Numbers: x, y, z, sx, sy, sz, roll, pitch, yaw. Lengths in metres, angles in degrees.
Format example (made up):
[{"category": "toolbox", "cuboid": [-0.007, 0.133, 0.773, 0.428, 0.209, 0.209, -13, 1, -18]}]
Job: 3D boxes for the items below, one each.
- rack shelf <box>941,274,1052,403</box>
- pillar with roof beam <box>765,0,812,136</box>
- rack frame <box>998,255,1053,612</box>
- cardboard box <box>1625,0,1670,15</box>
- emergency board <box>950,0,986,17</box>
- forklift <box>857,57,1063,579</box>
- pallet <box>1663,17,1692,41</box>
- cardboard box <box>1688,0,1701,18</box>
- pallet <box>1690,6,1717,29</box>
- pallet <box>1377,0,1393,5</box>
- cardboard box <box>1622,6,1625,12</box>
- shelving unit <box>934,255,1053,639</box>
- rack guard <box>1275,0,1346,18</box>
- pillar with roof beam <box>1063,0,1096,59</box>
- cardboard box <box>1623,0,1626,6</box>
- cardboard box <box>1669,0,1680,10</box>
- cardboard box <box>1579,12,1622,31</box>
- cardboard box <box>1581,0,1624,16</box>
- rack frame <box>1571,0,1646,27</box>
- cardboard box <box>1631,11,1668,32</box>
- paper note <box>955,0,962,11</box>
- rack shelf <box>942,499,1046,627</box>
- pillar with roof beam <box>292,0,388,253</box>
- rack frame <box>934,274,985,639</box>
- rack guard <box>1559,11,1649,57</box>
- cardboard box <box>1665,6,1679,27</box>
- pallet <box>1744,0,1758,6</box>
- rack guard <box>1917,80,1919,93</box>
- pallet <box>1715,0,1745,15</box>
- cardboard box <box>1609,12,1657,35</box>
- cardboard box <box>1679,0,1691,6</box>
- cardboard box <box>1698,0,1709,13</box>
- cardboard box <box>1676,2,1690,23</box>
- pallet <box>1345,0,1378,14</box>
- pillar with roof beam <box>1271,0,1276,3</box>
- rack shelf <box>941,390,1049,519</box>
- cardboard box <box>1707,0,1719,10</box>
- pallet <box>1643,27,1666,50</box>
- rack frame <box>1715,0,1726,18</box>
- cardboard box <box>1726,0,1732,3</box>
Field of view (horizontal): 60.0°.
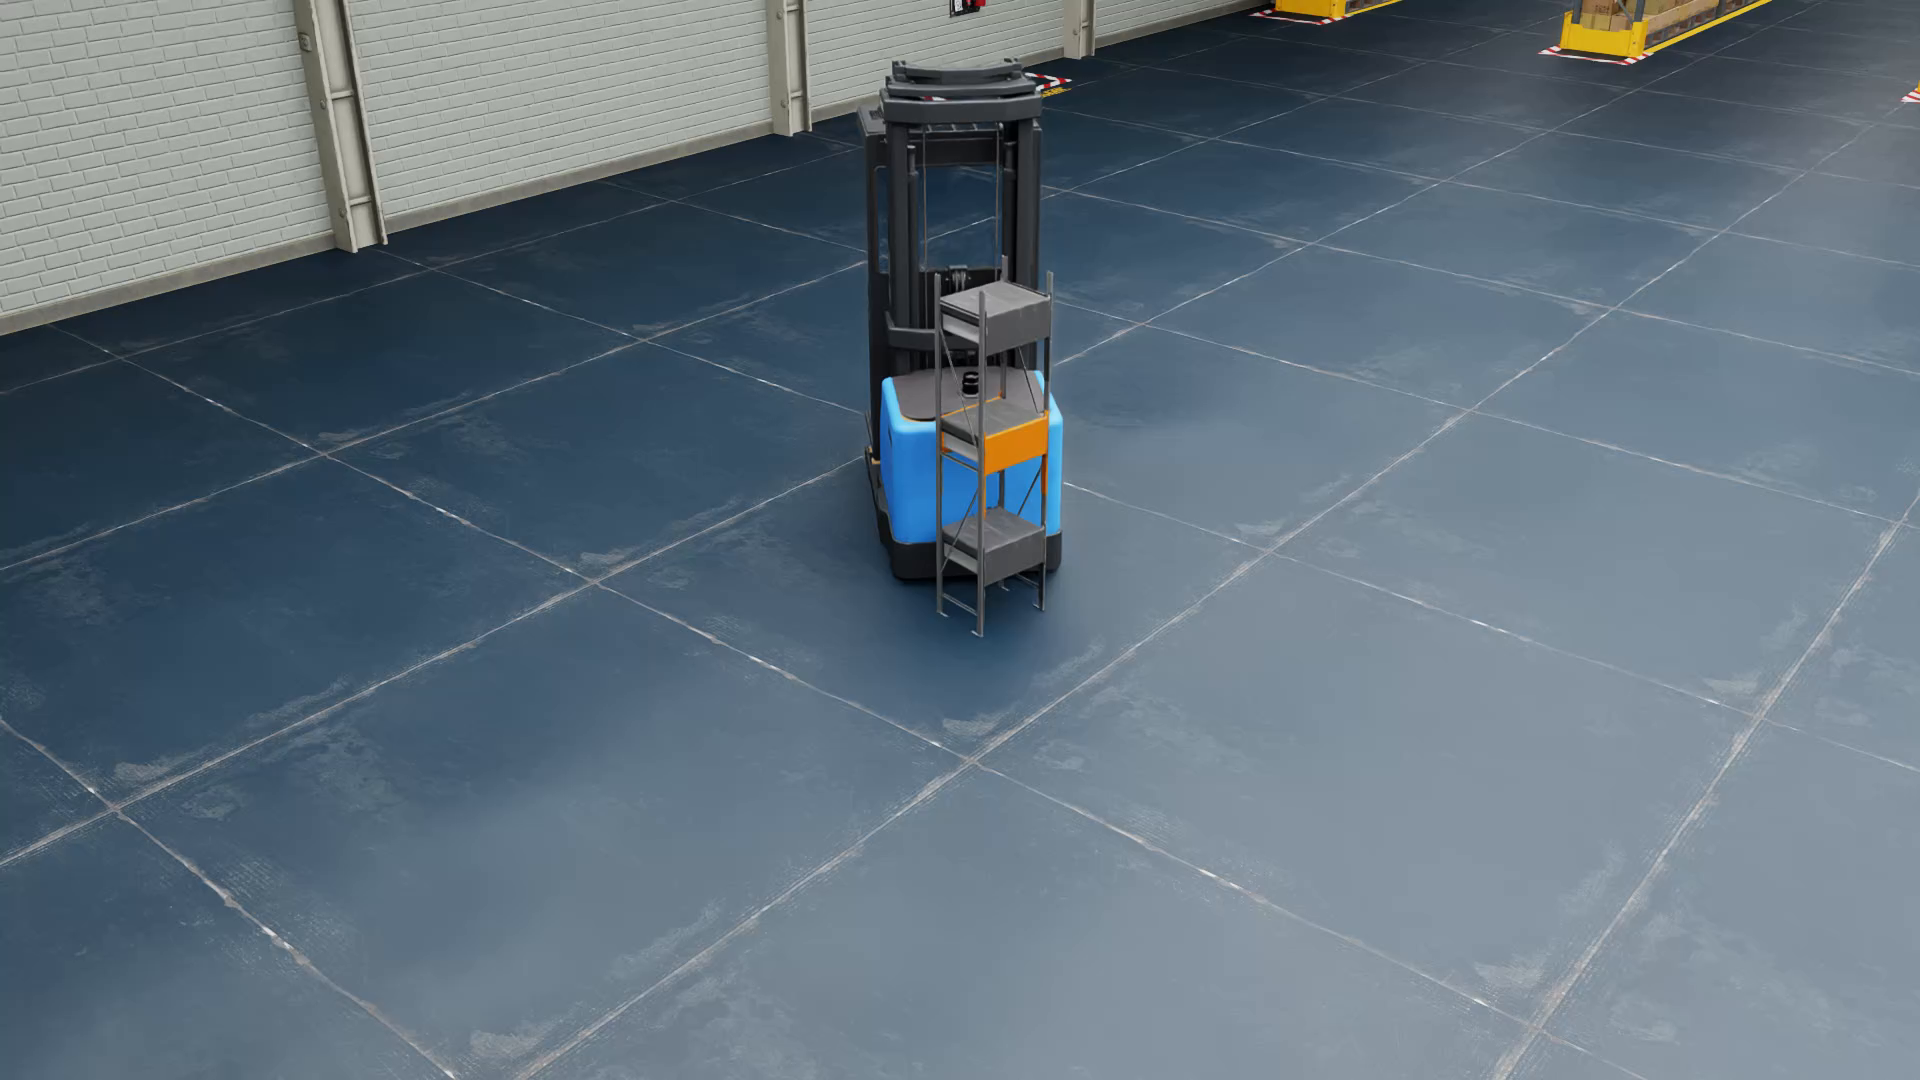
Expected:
[{"category": "rack shelf", "cuboid": [0.183, -1.113, 9.123, 0.480, 0.518, 0.431, -22, 34, -35]}, {"category": "pillar with roof beam", "cuboid": [1.255, -7.766, 15.969, 9.100, 9.000, 0.400, 21, 34, 34]}, {"category": "rack frame", "cuboid": [0.368, -0.577, 9.579, 0.015, 2.100, 0.400, -22, 34, -35]}, {"category": "cardboard box", "cuboid": [10.442, -8.269, 25.188, 0.500, 0.500, 0.500, 21, 34, 34]}, {"category": "emergency board", "cuboid": [0.148, -7.622, 22.220, 0.194, 1.169, 0.643, 21, 34, 34]}, {"category": "forklift", "cuboid": [-0.073, -1.717, 10.879, 1.130, 2.935, 3.031, -3, 28, -7]}, {"category": "pallet", "cuboid": [10.843, -8.143, 26.260, 1.003, 0.211, 1.213, 21, 34, 34]}, {"category": "cardboard box", "cuboid": [11.398, -8.466, 26.387, 0.500, 0.250, 0.500, 21, 34, 34]}, {"category": "pallet", "cuboid": [11.619, -8.577, 27.100, 1.003, 0.211, 1.213, 21, 34, 34]}, {"category": "pallet", "cuboid": [7.157, -9.610, 29.097, 1.003, 0.211, 1.213, 21, 34, 34]}, {"category": "cardboard box", "cuboid": [10.035, -8.090, 25.659, 0.500, 0.250, 0.500, 21, 34, 34]}, {"category": "shelving unit", "cuboid": [0.183, -0.504, 9.438, 0.503, 2.100, 0.431, -22, 34, -35]}, {"category": "rack guard", "cuboid": [5.836, -9.030, 27.662, 1.175, 0.500, 0.348, 21, 34, 34]}, {"category": "pillar with roof beam", "cuboid": [5.071, -9.894, 20.081, 9.100, 9.000, 0.400, 21, 34, 34]}, {"category": "cardboard box", "cuboid": [10.349, -8.601, 25.832, 0.500, 0.500, 0.500, 21, 34, 34]}, {"category": "cardboard box", "cuboid": [10.750, -8.450, 25.538, 0.500, 0.500, 0.500, 21, 34, 34]}, {"category": "cardboard box", "cuboid": [9.726, -7.909, 25.309, 0.500, 0.250, 0.500, 21, 34, 34]}, {"category": "cardboard box", "cuboid": [9.724, -8.243, 25.138, 0.500, 0.500, 0.500, 21, 34, 34]}, {"category": "rack frame", "cuboid": [9.613, -8.667, 24.239, 1.000, 3.000, 0.127, 21, 34, 34]}, {"category": "cardboard box", "cuboid": [10.441, -7.936, 25.361, 0.500, 0.250, 0.500, 21, 34, 34]}, {"category": "paper note", "cuboid": [-0.018, -7.188, 22.340, 0.016, 0.148, 0.142, 21, 34, 34]}, {"category": "rack shelf", "cuboid": [0.183, 0.130, 9.766, 0.480, 0.518, 0.431, -22, 34, -35]}, {"category": "pillar with roof beam", "cuboid": [-2.562, -5.639, 11.857, 9.100, 9.000, 0.400, 21, 34, 34]}, {"category": "rack frame", "cuboid": [-0.002, -0.431, 9.297, 0.015, 2.100, 0.400, -22, 34, -35]}, {"category": "rack guard", "cuboid": [9.598, -7.548, 24.797, 1.175, 0.500, 0.348, 21, 34, 34]}, {"category": "cardboard box", "cuboid": [10.759, -8.113, 25.704, 0.500, 0.250, 0.500, 21, 34, 34]}, {"category": "pallet", "cuboid": [13.371, -9.554, 28.988, 1.003, 0.211, 1.213, 21, 34, 34]}, {"category": "rack guard", "cuboid": [13.445, -6.149, 22.092, 1.175, 0.500, 0.348, 21, 34, 34]}, {"category": "pallet", "cuboid": [12.596, -9.120, 28.149, 1.003, 0.211, 1.213, 21, 34, 34]}, {"category": "cardboard box", "cuboid": [10.126, -7.758, 25.017, 0.500, 0.250, 0.500, 21, 34, 34]}, {"category": "cardboard box", "cuboid": [11.082, -8.622, 25.871, 0.500, 0.500, 0.500, 21, 34, 34]}, {"category": "cardboard box", "cuboid": [11.705, -8.648, 26.738, 0.500, 0.250, 0.500, 21, 34, 34]}, {"category": "cardboard box", "cuboid": [11.081, -8.289, 26.044, 0.500, 0.250, 0.500, 21, 34, 34]}, {"category": "pallet", "cuboid": [6.380, -9.180, 28.265, 1.003, 0.211, 1.213, 21, 34, 34]}, {"category": "pillar with roof beam", "cuboid": [8.888, -12.021, 24.193, 9.100, 9.000, 0.400, 21, 34, 34]}, {"category": "rack shelf", "cuboid": [0.183, -0.491, 9.445, 0.480, 0.518, 0.431, -22, 34, -35]}, {"category": "cardboard box", "cuboid": [12.031, -8.822, 27.075, 0.500, 0.250, 0.500, 21, 34, 34]}, {"category": "pallet", "cuboid": [10.067, -7.712, 25.428, 1.003, 0.211, 1.213, 21, 34, 34]}, {"category": "rack frame", "cuboid": [12.157, -10.085, 26.981, 1.000, 3.000, 0.127, 21, 34, 34]}, {"category": "cardboard box", "cuboid": [12.605, -9.121, 27.653, 0.500, 0.250, 0.500, 20, 33, 33]}]
